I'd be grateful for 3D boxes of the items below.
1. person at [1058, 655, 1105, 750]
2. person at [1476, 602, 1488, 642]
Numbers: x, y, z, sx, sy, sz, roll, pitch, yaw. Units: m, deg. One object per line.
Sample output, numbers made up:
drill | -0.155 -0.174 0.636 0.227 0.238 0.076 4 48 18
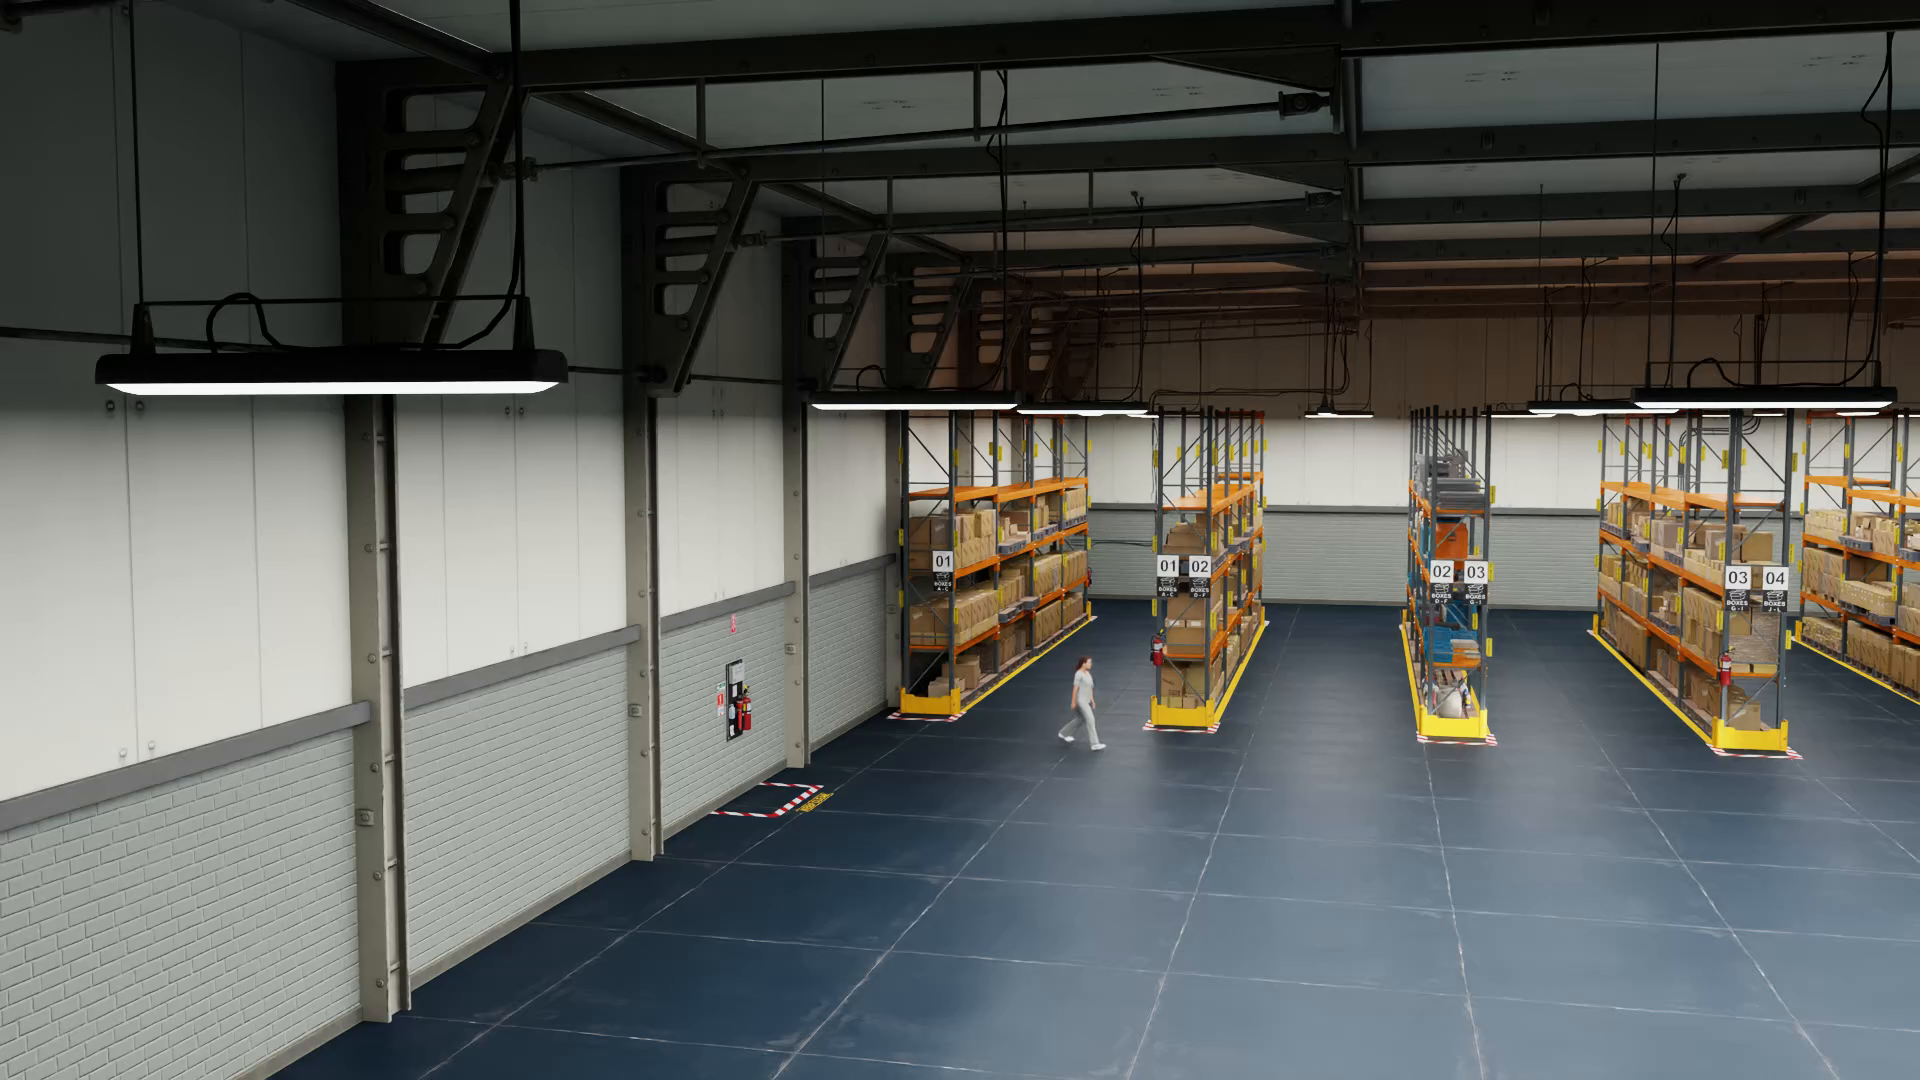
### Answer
person | 2.145 2.831 29.180 1.043 1.614 0.485 2 5 27
person | 13.368 1.786 43.036 0.530 1.676 1.046 0 4 -1
